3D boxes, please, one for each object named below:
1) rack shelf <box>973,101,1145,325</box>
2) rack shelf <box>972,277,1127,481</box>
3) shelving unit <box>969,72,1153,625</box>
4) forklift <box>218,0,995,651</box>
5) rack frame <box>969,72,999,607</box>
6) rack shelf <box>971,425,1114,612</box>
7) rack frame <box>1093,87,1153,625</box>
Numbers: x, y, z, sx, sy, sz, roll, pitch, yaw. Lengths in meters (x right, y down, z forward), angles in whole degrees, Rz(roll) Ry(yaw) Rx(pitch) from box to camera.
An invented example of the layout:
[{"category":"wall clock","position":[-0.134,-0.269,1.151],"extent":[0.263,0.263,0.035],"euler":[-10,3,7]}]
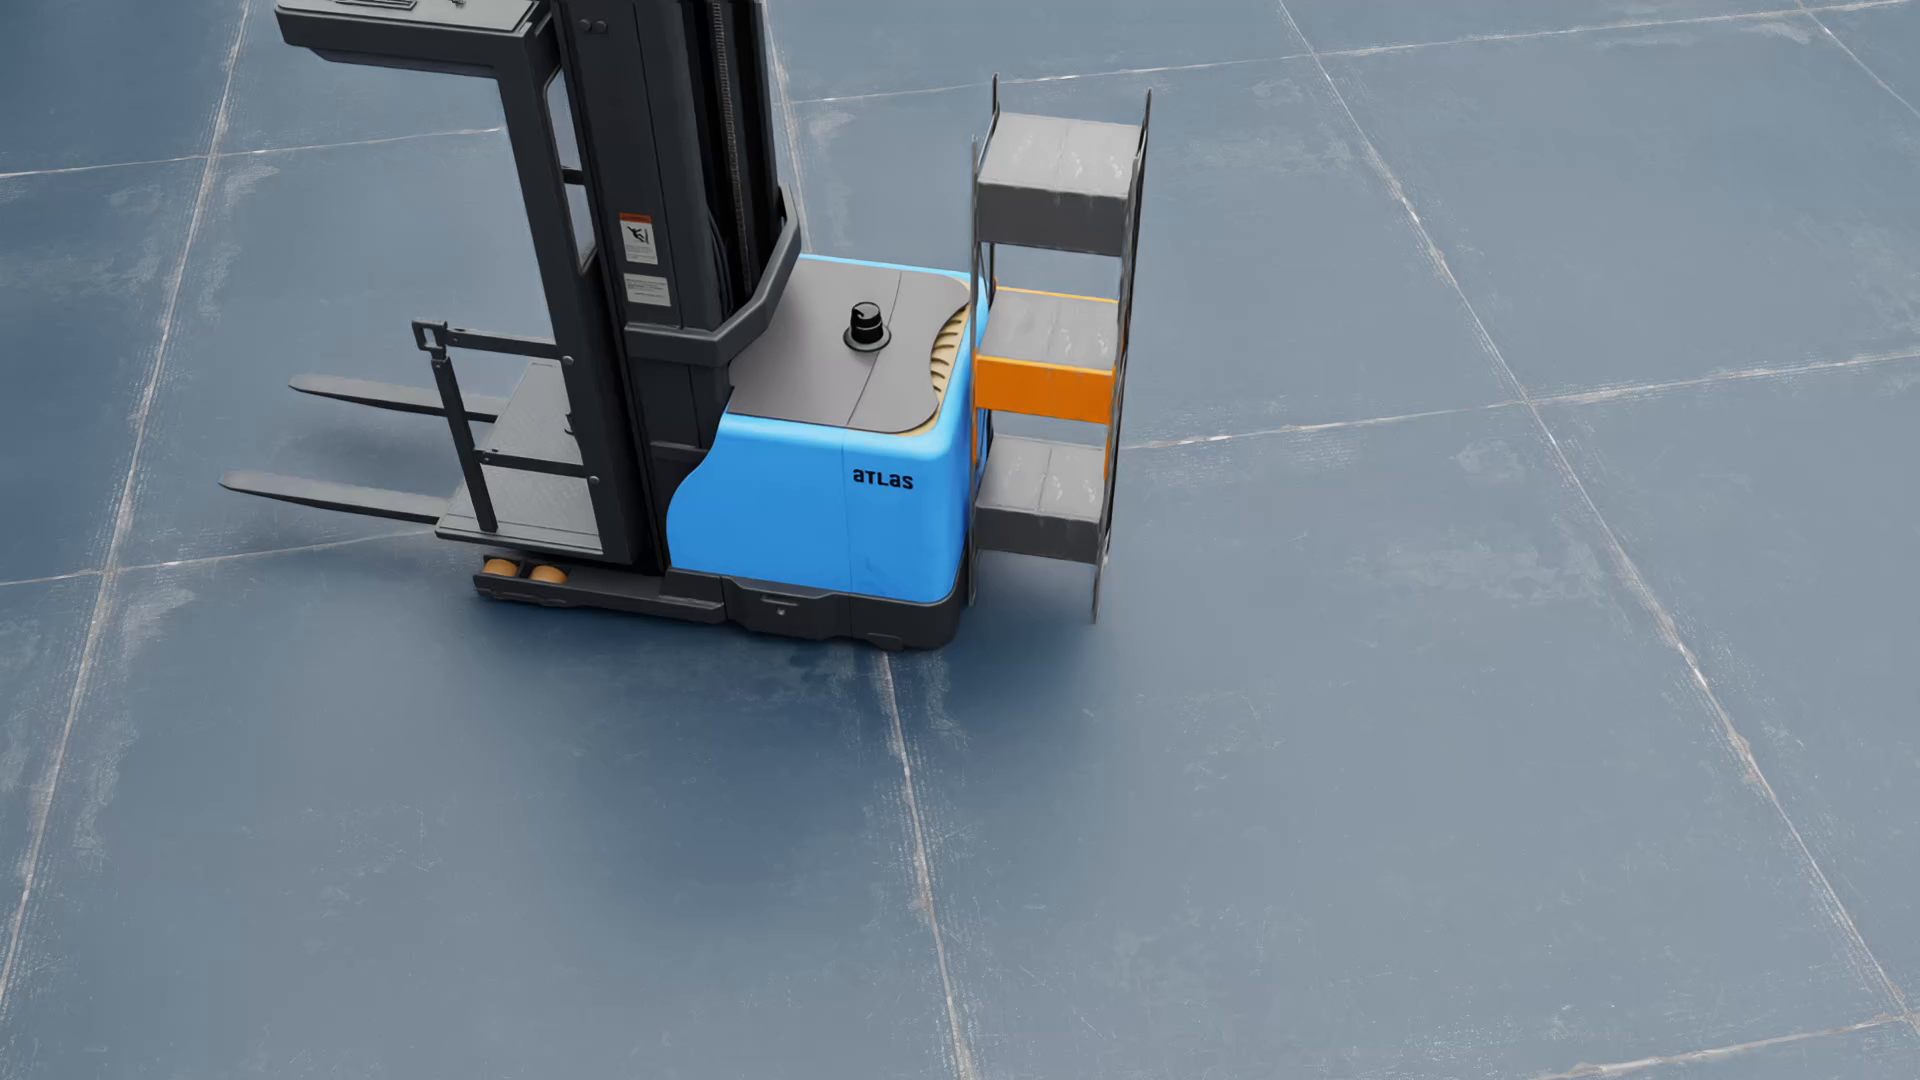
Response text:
[{"category":"rack shelf","position":[0.318,-1.053,5.353],"extent":[0.480,0.518,0.431],"euler":[8,47,7]},{"category":"rack shelf","position":[0.318,-0.567,5.857],"extent":[0.480,0.518,0.431],"euler":[8,47,7]},{"category":"shelving unit","position":[0.318,-0.576,5.847],"extent":[0.503,2.100,0.431],"euler":[8,47,7]},{"category":"forklift","position":[-1.426,-1.122,5.796],"extent":[3.031,2.935,1.130],"euler":[8,47,7]},{"category":"rack frame","position":[0.078,-0.609,5.879],"extent":[0.015,2.100,0.400],"euler":[8,47,7]},{"category":"rack shelf","position":[0.318,-0.081,6.361],"extent":[0.480,0.518,0.431],"euler":[8,47,7]},{"category":"rack frame","position":[0.558,-0.543,5.816],"extent":[0.015,2.100,0.400],"euler":[8,47,7]}]
